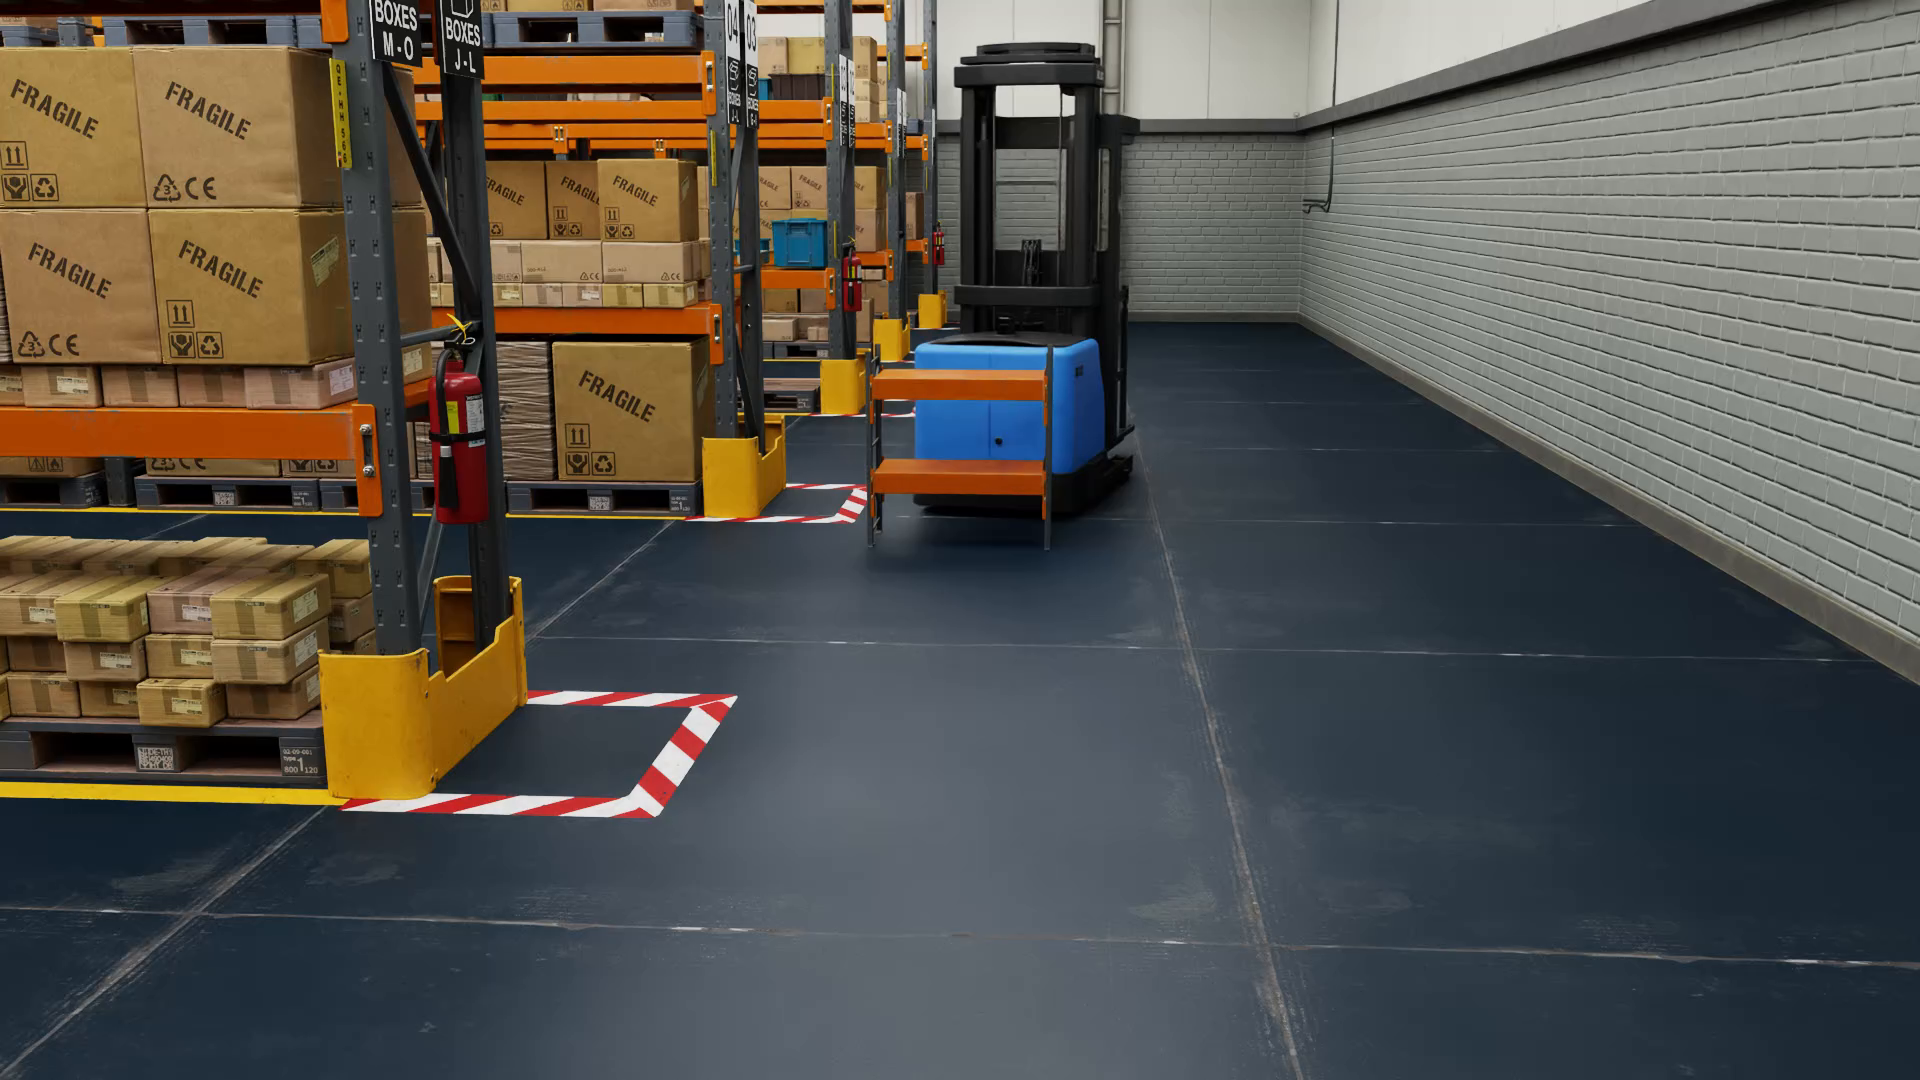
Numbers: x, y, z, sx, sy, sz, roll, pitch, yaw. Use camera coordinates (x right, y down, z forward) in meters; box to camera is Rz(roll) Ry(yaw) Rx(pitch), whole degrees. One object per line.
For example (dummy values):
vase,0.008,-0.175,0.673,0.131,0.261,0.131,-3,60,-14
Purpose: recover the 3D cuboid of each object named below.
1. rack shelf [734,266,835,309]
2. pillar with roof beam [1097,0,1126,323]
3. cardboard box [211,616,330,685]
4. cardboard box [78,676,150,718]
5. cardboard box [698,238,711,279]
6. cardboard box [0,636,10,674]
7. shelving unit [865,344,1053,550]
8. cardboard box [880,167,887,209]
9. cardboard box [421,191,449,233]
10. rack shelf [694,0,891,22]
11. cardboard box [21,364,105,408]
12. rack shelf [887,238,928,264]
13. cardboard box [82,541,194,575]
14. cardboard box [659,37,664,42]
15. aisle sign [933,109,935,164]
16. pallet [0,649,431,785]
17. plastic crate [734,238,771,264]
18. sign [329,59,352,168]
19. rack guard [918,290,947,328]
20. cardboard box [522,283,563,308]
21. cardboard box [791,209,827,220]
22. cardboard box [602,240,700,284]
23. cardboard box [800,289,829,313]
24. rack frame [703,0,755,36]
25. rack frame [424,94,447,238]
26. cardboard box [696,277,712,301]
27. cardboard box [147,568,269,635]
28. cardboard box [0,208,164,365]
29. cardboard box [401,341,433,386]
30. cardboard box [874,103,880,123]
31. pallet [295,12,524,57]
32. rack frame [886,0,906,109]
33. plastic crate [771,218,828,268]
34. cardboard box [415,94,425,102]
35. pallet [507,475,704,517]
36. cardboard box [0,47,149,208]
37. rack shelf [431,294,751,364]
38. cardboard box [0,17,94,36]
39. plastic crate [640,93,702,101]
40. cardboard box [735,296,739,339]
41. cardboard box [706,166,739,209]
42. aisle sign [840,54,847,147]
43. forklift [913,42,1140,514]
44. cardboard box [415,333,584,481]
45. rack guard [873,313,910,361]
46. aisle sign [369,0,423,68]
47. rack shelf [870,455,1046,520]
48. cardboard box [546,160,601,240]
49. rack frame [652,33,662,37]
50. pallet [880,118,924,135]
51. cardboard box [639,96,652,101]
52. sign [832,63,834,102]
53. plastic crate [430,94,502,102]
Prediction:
rack shelf,-3.097,-2.413,15.733,4.000,0.370,1.077,1,12,4
pillar with roof beam,2.025,-6.958,21.053,0.400,9.000,9.100,1,12,4
cardboard box,-2.410,0.382,5.828,0.250,0.149,0.380,0,12,2
cardboard box,-2.925,0.508,5.953,0.250,0.149,0.380,1,12,3
cardboard box,-1.893,-1.859,10.971,0.500,0.250,0.500,0,12,2
cardboard box,-3.446,0.371,5.881,0.250,0.149,0.380,1,12,5
shelving unit,0.007,-0.550,9.652,1.048,1.125,0.538,1,12,4
cardboard box,-1.192,-4.348,20.540,0.500,0.500,0.500,1,12,5
cardboard box,-6.524,-4.070,20.629,0.500,0.500,0.700,-2,12,-11
rack shelf,-2.762,-6.359,19.956,4.000,0.370,1.077,1,12,4
cardboard box,-2.962,-0.548,5.673,0.250,0.149,0.380,1,12,5
rack shelf,-2.435,-4.437,25.408,4.000,0.370,1.077,1,12,4
cardboard box,-3.143,0.113,6.385,0.250,0.149,0.380,0,12,1
cardboard box,-3.281,-5.770,20.015,0.500,0.500,0.700,1,12,4
aisle sign,-0.387,-5.971,24.640,0.004,0.787,0.394,1,12,4
pallet,-2.748,0.632,6.232,1.213,0.211,1.003,1,12,4
plastic crate,-1.982,-2.764,15.920,0.300,0.233,0.416,1,12,4
sign,-1.921,-1.322,5.162,0.005,0.325,0.100,1,12,4
rack guard,-0.415,-3.537,25.458,0.348,0.500,1.175,1,12,4
cardboard box,-2.569,-1.551,10.469,0.250,0.149,0.380,1,12,5
cardboard box,-1.749,-3.755,20.149,0.500,0.500,0.500,1,12,4
cardboard box,-1.933,-1.750,10.448,0.500,0.250,0.500,1,12,3
cardboard box,-2.145,-3.746,25.430,0.500,0.500,0.700,0,12,2
rack frame,-1.432,-4.662,10.077,0.127,3.000,1.000,1,12,4
rack frame,-5.092,-2.792,15.790,0.127,3.000,1.000,1,12,4
cardboard box,-1.764,-1.675,11.062,0.250,0.149,0.380,1,12,4
cardboard box,-2.656,0.214,5.901,0.250,0.149,0.380,1,12,5
cardboard box,-2.844,-0.870,5.630,0.500,0.500,0.500,1,12,3
cardboard box,-2.166,-0.662,6.221,0.250,0.149,0.380,1,12,3
cardboard box,-1.262,-5.203,20.356,0.500,0.250,0.500,1,12,4
pallet,-3.394,-3.175,10.509,1.213,0.211,1.003,1,12,4
rack frame,-0.766,-6.686,19.751,0.127,3.000,1.000,1,12,4
plastic crate,-1.448,-2.750,15.358,0.499,0.435,0.616,1,12,4
cardboard box,-6.586,-5.615,20.446,0.600,0.600,0.600,0,12,2
pallet,-2.235,-0.356,10.952,1.213,0.211,1.003,1,12,4
cardboard box,-2.843,-1.360,5.531,0.500,0.500,0.500,0,12,2
rack shelf,-3.428,-1.401,10.896,4.000,0.370,1.077,1,12,4
cardboard box,-6.003,-3.509,10.620,0.500,0.500,0.700,1,12,5
plastic crate,-2.607,-4.252,15.596,0.767,0.338,0.504,1,12,4
cardboard box,-2.883,-2.773,20.720,0.637,0.503,0.797,1,12,4
cardboard box,-2.763,-4.257,20.109,0.500,0.500,0.500,1,12,6
aisle sign,-1.049,-3.949,14.971,0.004,0.787,0.394,1,12,4
forklift,0.608,-1.856,11.484,1.130,2.935,3.031,3,12,16
cardboard box,-2.984,-0.896,10.889,0.875,0.875,0.875,1,12,4
rack guard,-0.842,-2.527,20.627,0.348,0.500,1.175,1,12,4
aisle sign,-1.812,-1.924,5.290,0.004,0.787,0.394,1,12,4
rack shelf,0.007,-0.311,9.703,1.000,0.278,0.538,1,12,4
cardboard box,-2.392,-2.233,10.927,0.500,0.500,0.500,0,12,2
rack frame,-4.430,-7.752,24.851,0.127,3.000,1.000,1,12,4
pallet,-1.180,-6.194,24.944,1.213,0.211,1.003,1,12,4
cardboard box,-3.790,-5.380,19.979,0.500,0.250,0.500,1,12,4
sign,-1.122,-4.042,14.694,0.005,0.325,0.100,1,12,4
plastic crate,-4.649,-4.213,15.772,0.662,0.188,0.450,1,12,4
